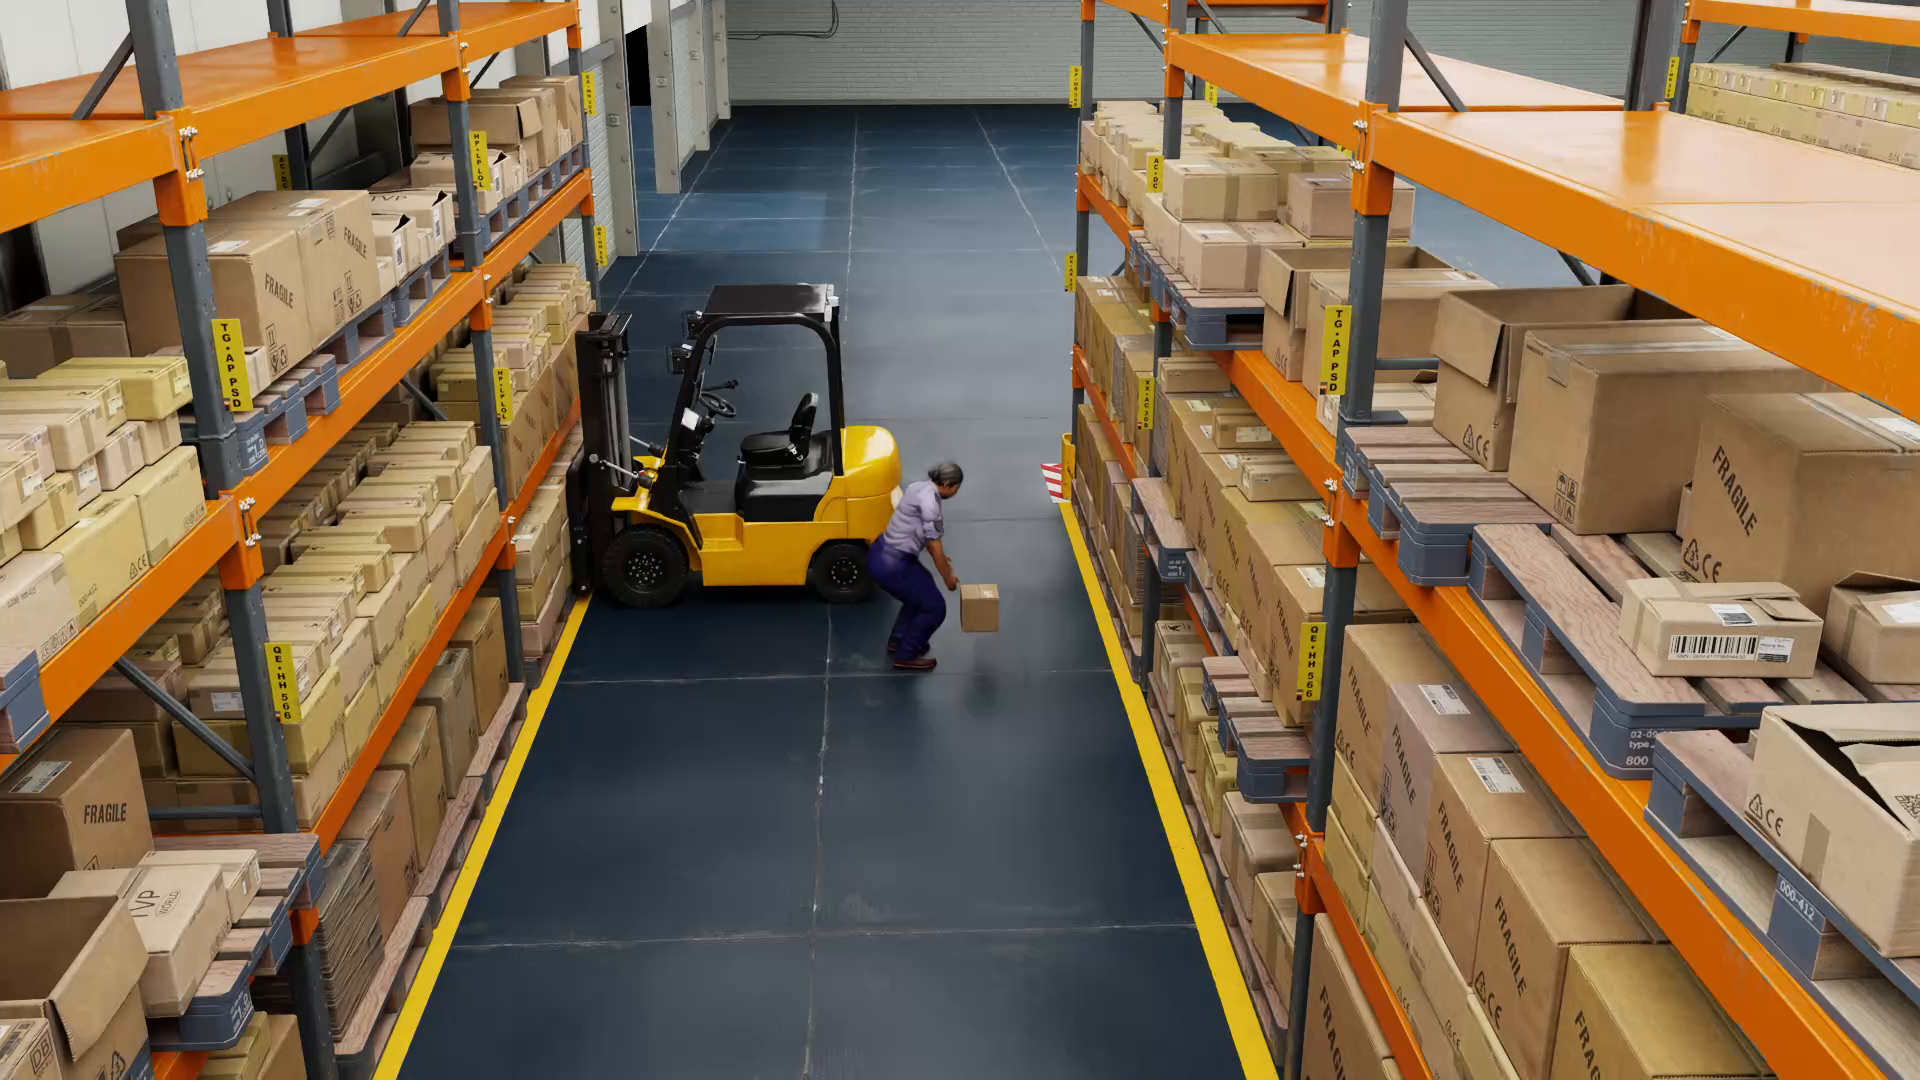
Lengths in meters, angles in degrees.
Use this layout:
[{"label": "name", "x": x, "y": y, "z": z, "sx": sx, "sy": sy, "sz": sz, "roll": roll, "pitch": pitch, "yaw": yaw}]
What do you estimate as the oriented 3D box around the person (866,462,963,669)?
[{"label": "person", "x": -0.301, "y": 0.151, "z": 11.108, "sx": 0.654, "sy": 1.369, "sz": 0.534, "roll": -4, "pitch": 21, "yaw": -10}]
